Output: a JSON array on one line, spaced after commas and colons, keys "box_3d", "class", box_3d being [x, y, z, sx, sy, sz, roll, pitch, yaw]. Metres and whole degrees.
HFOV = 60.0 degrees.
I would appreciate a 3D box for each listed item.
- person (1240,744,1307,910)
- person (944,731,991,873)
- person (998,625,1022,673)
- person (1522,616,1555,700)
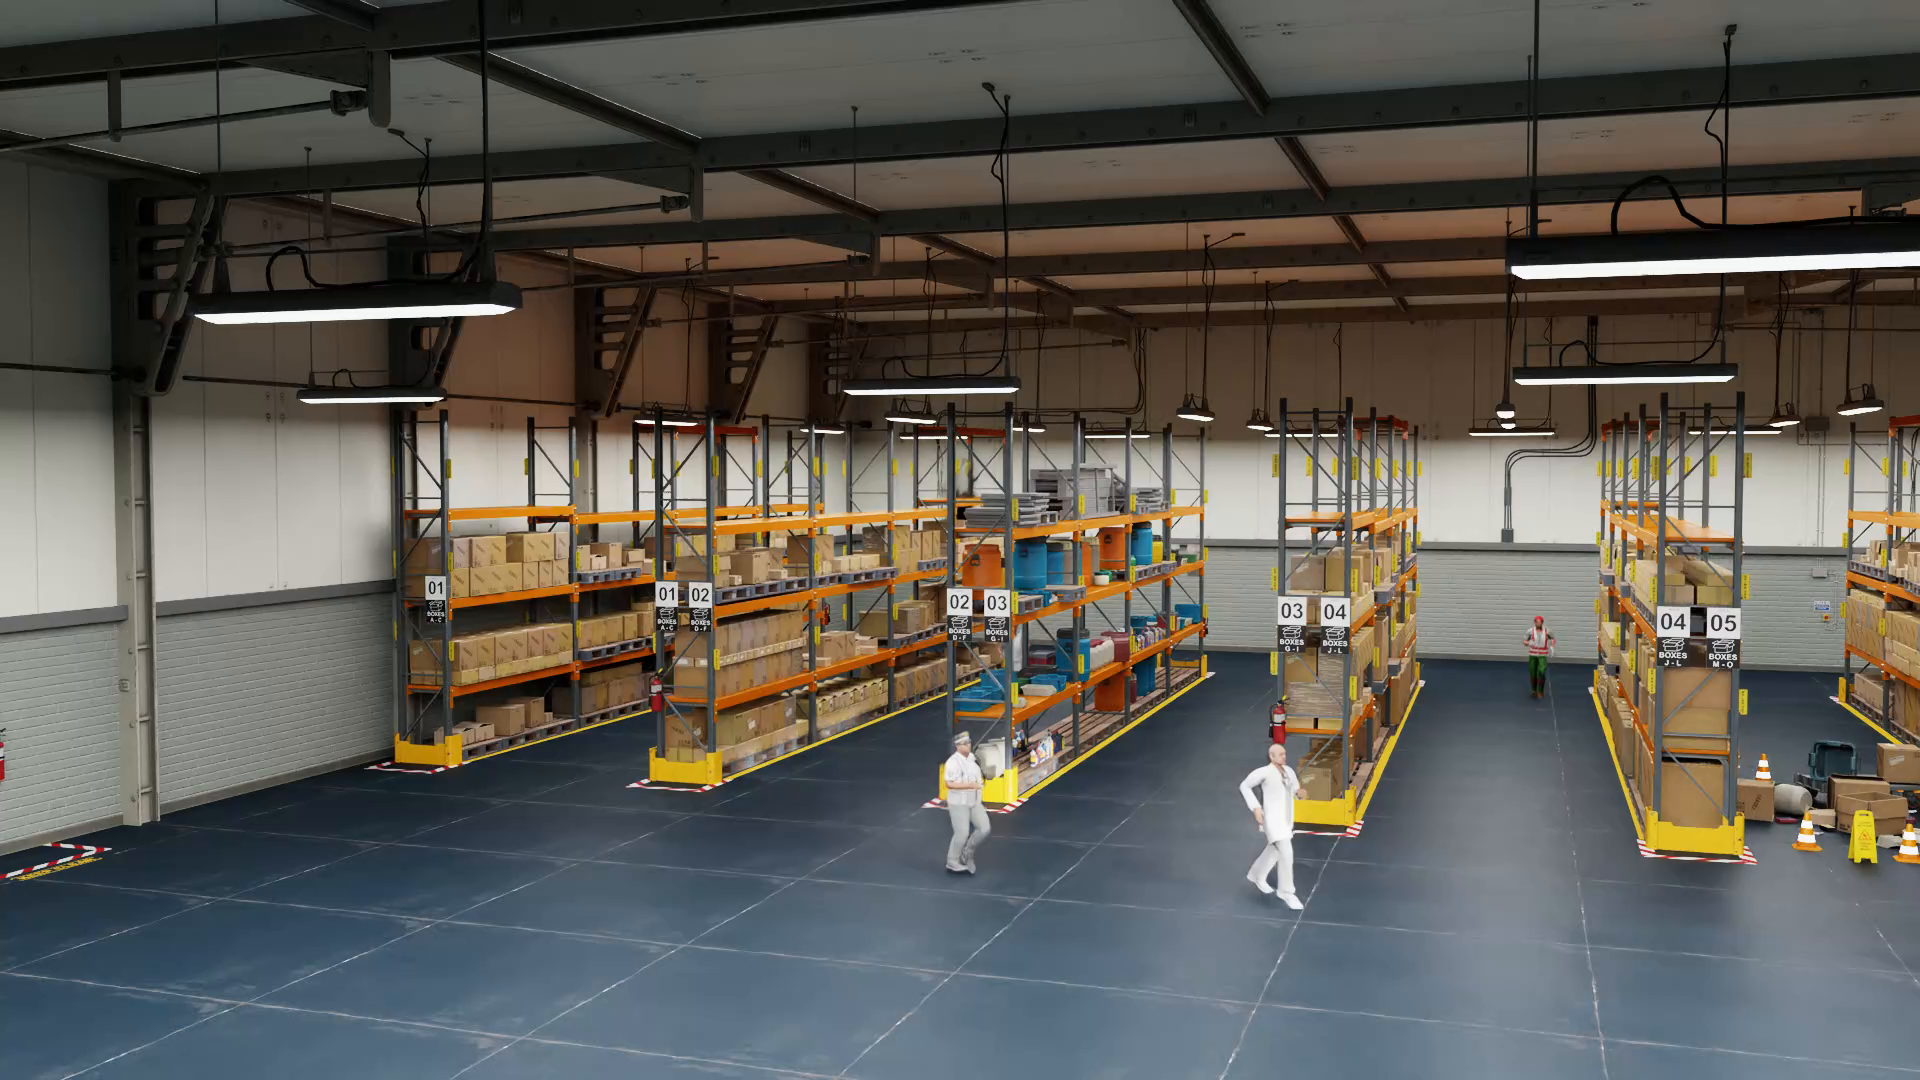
[{"box_3d": [3.650, 3.275, 19.225, 0.677, 1.836, 0.908, -2, 3, -43], "class": "person"}, {"box_3d": [0.112, 3.250, 20.501, 0.651, 1.784, 0.645, 2, 3, 43], "class": "person"}, {"box_3d": [1.132, 2.600, 35.386, 0.664, 1.772, 0.899, 0, 2, 7], "class": "person"}, {"box_3d": [12.598, 2.558, 36.238, 0.657, 1.827, 0.748, 1, 3, 23], "class": "person"}]
